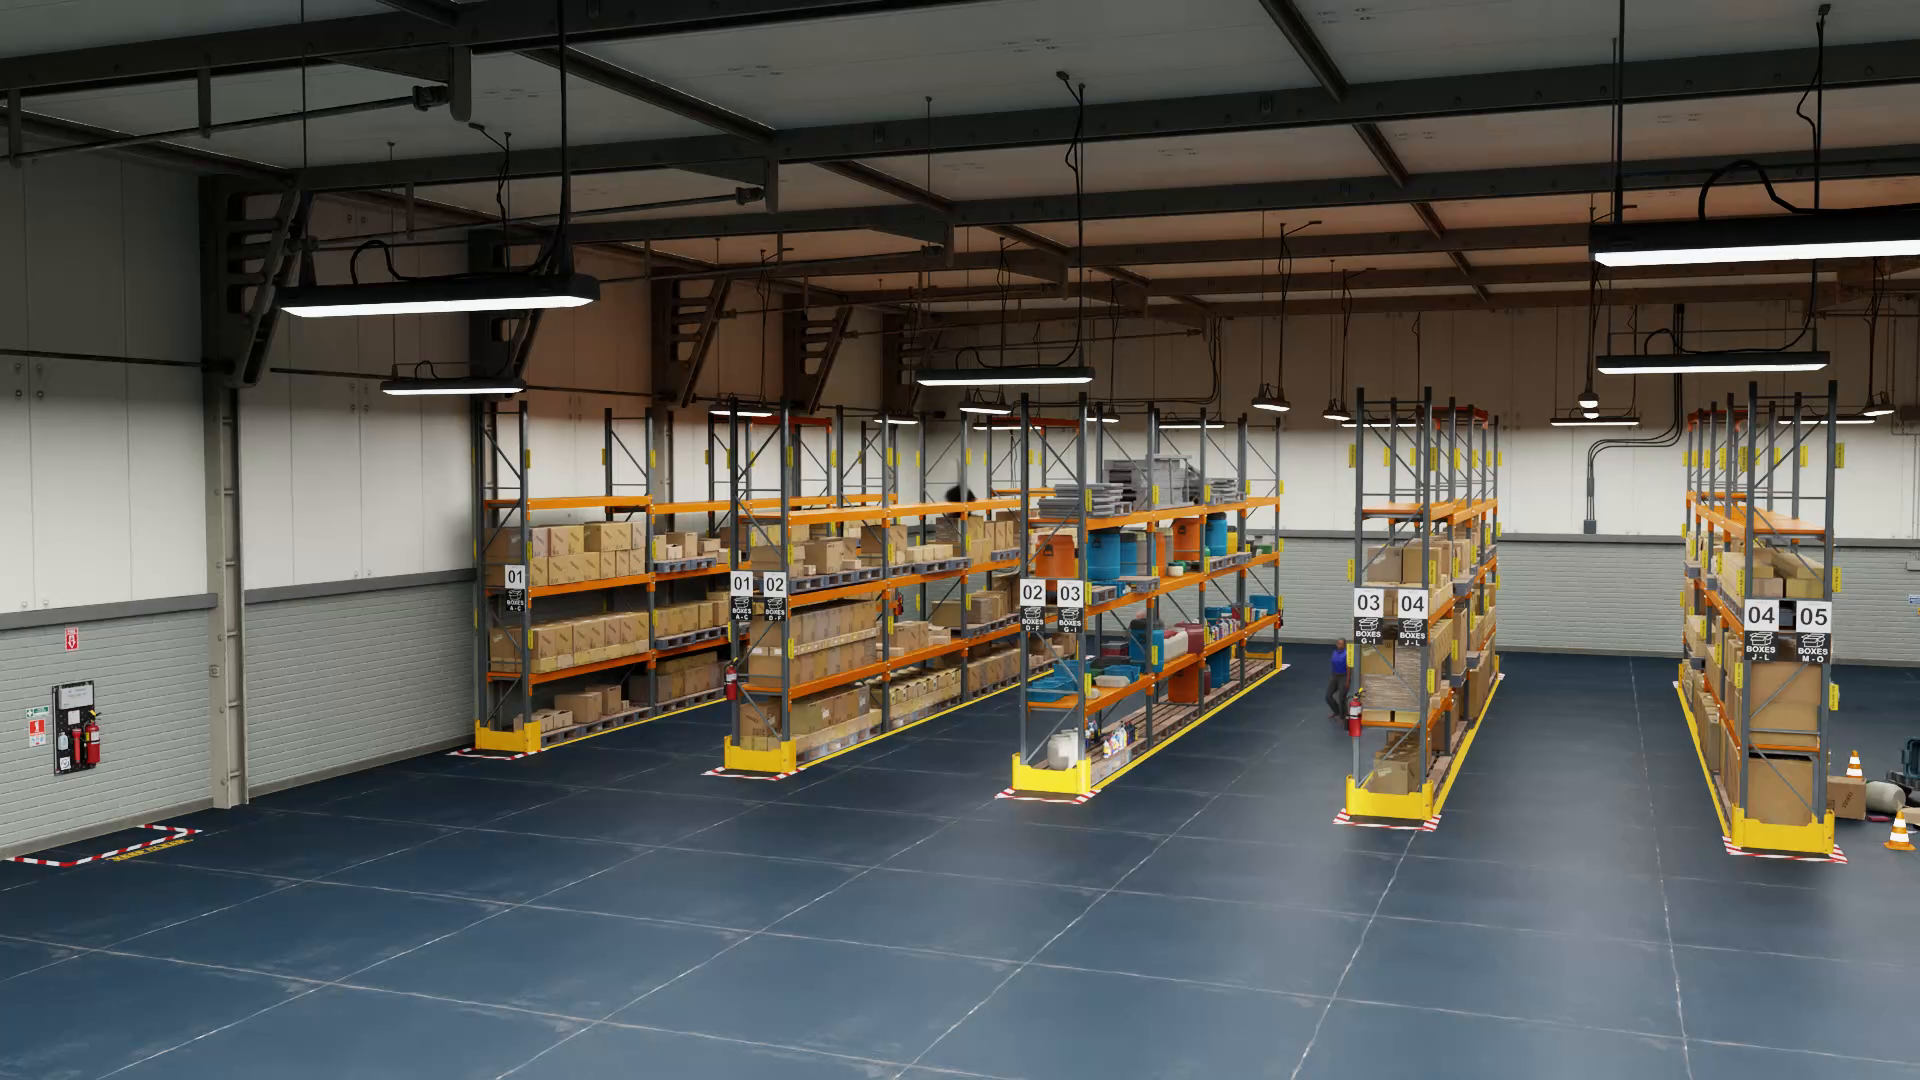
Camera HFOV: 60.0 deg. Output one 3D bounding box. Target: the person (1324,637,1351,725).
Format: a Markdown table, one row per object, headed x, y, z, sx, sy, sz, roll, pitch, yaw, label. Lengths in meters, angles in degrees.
| x | y | z | sx | sy | sz | roll | pitch | yaw | label |
| --- | --- | --- | --- | --- | --- | --- | --- | --- | --- |
| 7.165 | 2.659 | 31.387 | 0.432 | 1.681 | 0.576 | -2 | 4 | -40 | person |

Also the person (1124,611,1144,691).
| x | y | z | sx | sy | sz | roll | pitch | yaw | label |
| --- | --- | --- | --- | --- | --- | --- | --- | --- | --- |
| 3.878 | 2.397 | 35.948 | 0.699 | 1.724 | 0.667 | 1 | 3 | 24 | person |
